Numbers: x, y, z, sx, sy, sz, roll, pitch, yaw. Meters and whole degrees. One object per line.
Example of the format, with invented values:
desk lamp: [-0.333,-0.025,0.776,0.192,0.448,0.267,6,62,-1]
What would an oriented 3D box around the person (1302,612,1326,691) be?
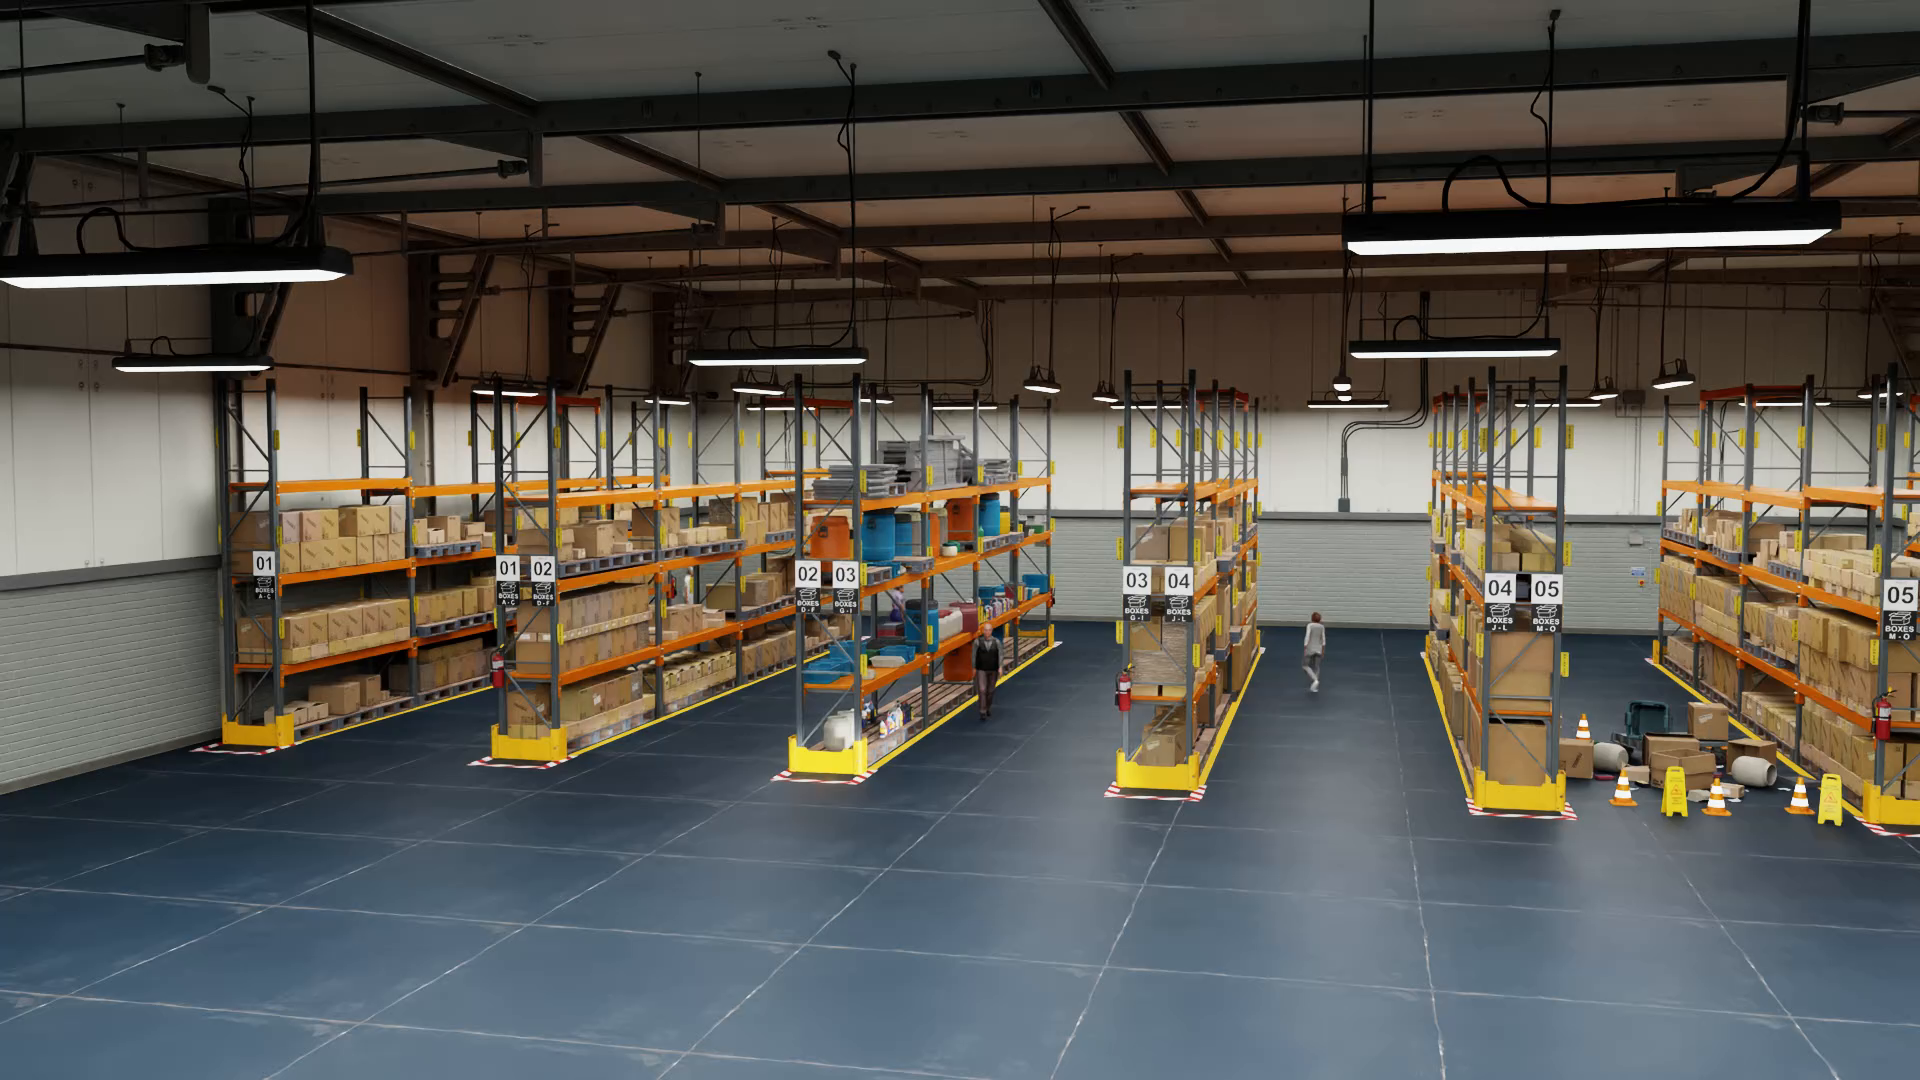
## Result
person: [7.031,2.224,32.942,0.479,1.602,0.528,-1,3,-11]

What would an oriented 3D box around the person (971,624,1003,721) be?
person: [0.509,2.351,29.769,0.556,1.694,0.869,-1,4,-12]

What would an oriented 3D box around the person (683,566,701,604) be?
person: [-7.071,1.540,43.872,0.433,1.684,0.507,1,3,12]

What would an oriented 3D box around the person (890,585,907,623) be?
person: [-1.446,1.853,39.157,0.396,1.706,0.567,-2,4,-30]
